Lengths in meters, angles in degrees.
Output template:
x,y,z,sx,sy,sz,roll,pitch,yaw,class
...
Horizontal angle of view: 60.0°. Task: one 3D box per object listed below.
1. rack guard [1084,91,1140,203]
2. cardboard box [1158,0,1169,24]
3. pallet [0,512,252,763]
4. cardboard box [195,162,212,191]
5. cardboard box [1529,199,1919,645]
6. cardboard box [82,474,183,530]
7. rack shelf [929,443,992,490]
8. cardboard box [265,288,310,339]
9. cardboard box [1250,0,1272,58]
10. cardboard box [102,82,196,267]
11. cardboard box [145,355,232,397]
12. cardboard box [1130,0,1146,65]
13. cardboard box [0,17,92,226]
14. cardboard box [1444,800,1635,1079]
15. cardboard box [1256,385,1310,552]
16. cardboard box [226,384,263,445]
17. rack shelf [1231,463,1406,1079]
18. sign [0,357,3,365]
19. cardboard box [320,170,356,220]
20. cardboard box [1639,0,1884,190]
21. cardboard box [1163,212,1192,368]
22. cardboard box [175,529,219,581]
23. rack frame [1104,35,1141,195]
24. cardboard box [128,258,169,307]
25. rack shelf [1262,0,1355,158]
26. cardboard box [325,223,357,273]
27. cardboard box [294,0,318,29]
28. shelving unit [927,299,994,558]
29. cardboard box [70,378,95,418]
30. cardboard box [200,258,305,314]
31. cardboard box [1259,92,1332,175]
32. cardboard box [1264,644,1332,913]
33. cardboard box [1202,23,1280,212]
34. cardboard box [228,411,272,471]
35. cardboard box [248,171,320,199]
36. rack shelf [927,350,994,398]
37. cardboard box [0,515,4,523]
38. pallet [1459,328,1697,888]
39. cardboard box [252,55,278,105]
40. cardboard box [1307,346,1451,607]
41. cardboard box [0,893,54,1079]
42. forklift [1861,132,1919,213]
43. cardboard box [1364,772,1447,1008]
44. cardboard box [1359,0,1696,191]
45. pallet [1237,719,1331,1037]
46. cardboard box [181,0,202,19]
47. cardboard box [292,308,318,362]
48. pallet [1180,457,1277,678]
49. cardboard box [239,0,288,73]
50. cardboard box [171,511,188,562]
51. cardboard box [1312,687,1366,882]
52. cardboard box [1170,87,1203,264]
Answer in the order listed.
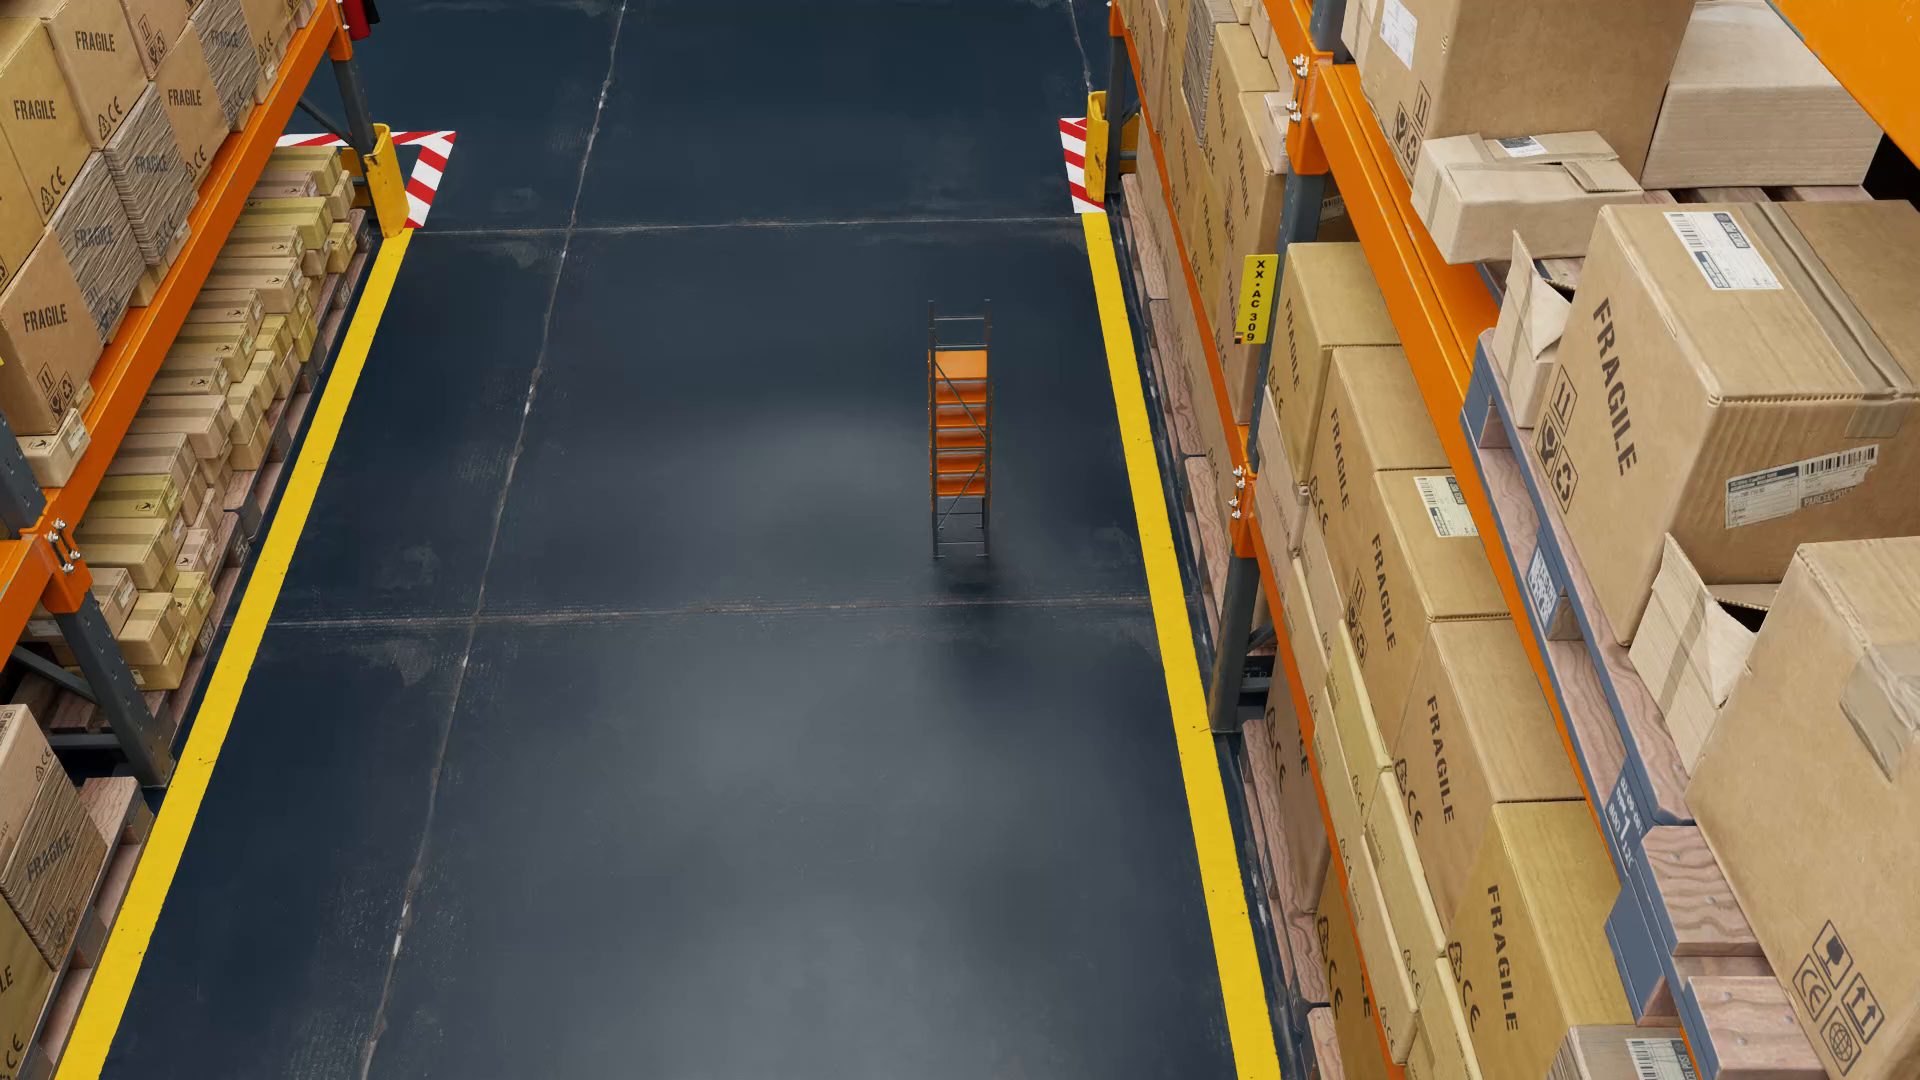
x,y,z,sx,sy,sz,roll,pitch,yaw,class
1.297,-2.205,9.285,1.175,0.500,0.348,-2,43,-2,rack guard
1.093,-2.487,6.930,0.500,0.500,0.500,-2,43,-2,cardboard box
-3.537,0.376,6.683,1.003,0.211,1.213,-2,43,-2,pallet
-3.352,-1.544,6.901,0.380,0.149,0.250,-1,43,-1,cardboard box
1.274,-0.188,2.631,0.500,0.500,0.500,-1,43,-1,cardboard box
-3.293,-0.118,6.518,0.380,0.149,0.250,-2,43,-2,cardboard box
0.001,-0.311,6.945,0.258,0.103,0.180,-2,43,-2,rack shelf
-3.277,-1.065,7.771,0.380,0.149,0.250,-1,43,-1,cardboard box
1.205,-1.773,5.670,0.380,0.149,0.250,-2,43,-2,cardboard box
-3.256,-1.362,6.222,0.500,0.500,0.500,-2,43,-3,cardboard box
-3.350,-0.649,7.097,0.380,0.149,0.250,-3,43,-4,cardboard box
1.081,-2.474,7.655,0.500,0.500,0.500,-2,43,-2,cardboard box
-3.286,-1.376,5.497,0.500,0.500,0.500,-3,43,-3,cardboard box
1.310,0.862,3.276,0.500,0.500,0.500,-2,43,-2,cardboard box
1.205,-0.234,5.026,0.500,0.250,0.500,-3,43,-3,cardboard box
-3.260,-0.539,7.197,0.380,0.149,0.250,-2,43,-2,cardboard box
1.553,1.206,4.247,1.077,0.370,4.000,-2,43,-2,rack shelf
-2.919,-0.645,4.876,0.100,0.325,0.005,-2,43,-2,sign
-3.335,-1.765,8.535,0.380,0.149,0.250,-3,43,-3,cardboard box
1.716,-1.048,3.709,0.500,0.311,0.500,-2,43,-2,cardboard box
1.474,-1.260,7.990,0.875,0.438,0.875,-1,43,-1,cardboard box
-3.241,0.096,6.725,0.380,0.149,0.250,-2,43,-2,cardboard box
1.298,-3.110,8.423,1.000,3.000,0.127,-2,43,-2,rack frame
-3.258,-1.014,6.322,0.380,0.149,0.250,-1,43,-1,cardboard box
1.383,-2.600,6.180,1.077,0.370,4.000,-2,43,-2,rack shelf
-3.300,-1.484,8.448,0.380,0.149,0.250,0,43,0,cardboard box
-3.347,-2.595,8.047,0.380,0.149,0.250,-2,43,-2,cardboard box
0.001,-0.433,6.834,0.258,1.200,0.189,-2,43,-2,shelving unit
-3.243,-0.480,5.739,0.380,0.149,0.250,0,43,-1,cardboard box
-3.261,-1.174,7.670,0.380,0.149,0.250,0,43,0,cardboard box
1.137,-1.253,5.103,0.380,0.149,0.250,-2,43,-3,cardboard box
1.575,0.635,5.599,0.875,0.875,0.875,0,43,0,cardboard box
1.159,-1.468,5.818,0.500,0.500,0.500,-2,43,-2,cardboard box
-3.263,-0.433,7.302,0.380,0.149,0.250,-3,43,-3,cardboard box
-3.414,-1.702,8.245,0.380,0.149,0.250,-1,43,-1,cardboard box
0.001,-0.665,6.621,0.258,0.103,0.180,-2,43,-2,rack shelf
-3.816,-0.094,6.492,0.380,0.149,0.250,-2,43,-2,cardboard box
1.507,0.067,2.877,1.003,0.211,1.213,0,43,0,pallet
-3.314,-2.086,7.491,0.380,0.149,0.250,-1,43,-1,cardboard box
1.249,-0.167,4.398,0.500,0.500,0.500,-2,43,-2,cardboard box
-3.168,1.406,5.035,0.500,0.500,0.500,-3,43,-3,cardboard box
3.700,-0.534,5.663,1.130,2.935,3.031,-8,43,-9,forklift
1.274,0.800,3.898,0.500,0.250,0.500,-3,43,-3,cardboard box
1.216,-1.104,3.630,0.500,0.500,0.500,-2,43,-3,cardboard box
1.576,1.137,5.853,1.003,0.211,1.213,-2,43,-2,pallet
-3.322,-2.420,6.636,0.500,0.500,0.500,0,43,0,cardboard box
-3.278,-0.966,7.883,0.380,0.149,0.250,-3,43,-4,cardboard box
1.514,0.103,6.982,1.003,0.211,1.213,-2,43,-2,pallet
-3.350,-2.402,7.357,0.500,0.500,0.500,-2,43,-2,cardboard box
-3.315,0.002,6.607,0.380,0.149,0.250,-2,43,-2,cardboard box
1.253,0.646,4.436,0.500,0.250,0.500,-2,43,-2,cardboard box
1.130,-1.438,6.525,0.500,0.500,0.500,-2,43,-2,cardboard box
